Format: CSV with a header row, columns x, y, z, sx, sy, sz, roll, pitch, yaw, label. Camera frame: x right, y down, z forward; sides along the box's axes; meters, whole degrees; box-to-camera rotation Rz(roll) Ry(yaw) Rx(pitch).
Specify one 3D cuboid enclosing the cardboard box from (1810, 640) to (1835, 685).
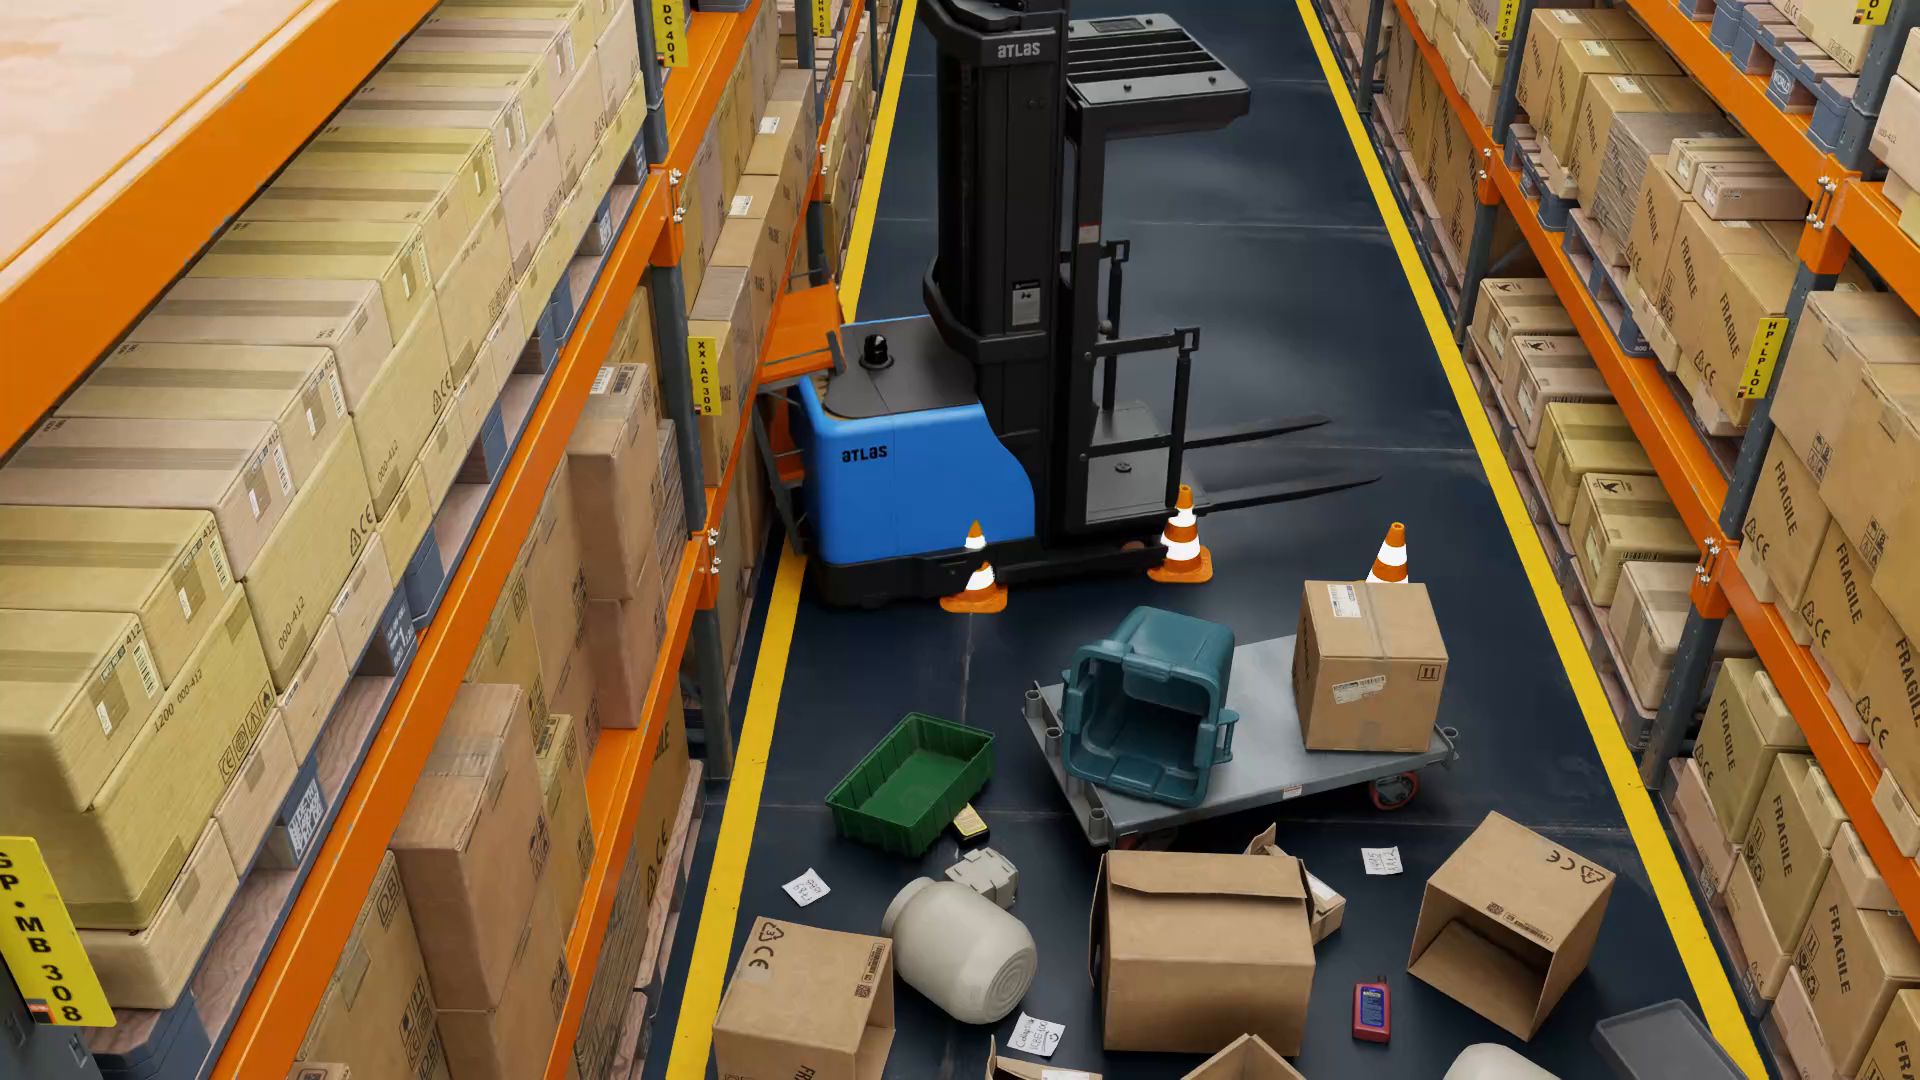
x,y,z,sx,sy,sz,roll,pitch,yaw,label
3.184,0.406,5.728,0.380,0.149,0.250,1,35,2,cardboard box

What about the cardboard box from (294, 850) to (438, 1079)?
x,y,z,sx,sy,sz,roll,pitch,yaw,label
-1.671,1.038,3.541,0.875,0.550,0.550,1,35,2,cardboard box

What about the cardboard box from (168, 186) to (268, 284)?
x,y,z,sx,sy,sz,roll,pitch,yaw,label
-1.852,-0.582,3.726,0.500,0.250,0.500,2,35,2,cardboard box

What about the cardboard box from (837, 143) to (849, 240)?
x,y,z,sx,sy,sz,roll,pitch,yaw,label
-1.034,-2.363,11.258,0.500,0.500,0.500,2,35,2,cardboard box

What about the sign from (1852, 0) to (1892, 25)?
x,y,z,sx,sy,sz,roll,pitch,yaw,label
2.901,-1.781,5.220,0.100,0.325,0.005,1,35,2,sign

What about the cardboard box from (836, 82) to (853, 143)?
x,y,z,sx,sy,sz,roll,pitch,yaw,label
-1.011,-2.947,11.436,0.500,0.250,0.500,2,35,2,cardboard box

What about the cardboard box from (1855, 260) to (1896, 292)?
x,y,z,sx,sy,sz,roll,pitch,yaw,label
3.761,-0.768,6.468,0.500,0.500,0.500,2,35,3,cardboard box

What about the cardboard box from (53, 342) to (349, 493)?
x,y,z,sx,sy,sz,roll,pitch,yaw,label
-1.292,-0.213,2.854,0.380,0.149,0.250,2,35,2,cardboard box

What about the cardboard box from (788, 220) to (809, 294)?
x,y,z,sx,sy,sz,roll,pitch,yaw,label
-1.448,-1.428,9.711,1.050,0.750,0.750,1,35,1,cardboard box

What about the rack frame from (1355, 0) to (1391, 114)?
x,y,z,sx,sy,sz,roll,pitch,yaw,label
3.777,-4.767,12.869,1.000,3.000,0.127,1,35,2,rack frame

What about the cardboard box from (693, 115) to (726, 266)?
x,y,z,sx,sy,sz,roll,pitch,yaw,label
-1.441,-1.548,7.333,0.700,0.500,0.500,2,35,2,cardboard box

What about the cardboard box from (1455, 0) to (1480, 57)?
x,y,z,sx,sy,sz,roll,pitch,yaw,label
3.399,-3.191,10.322,0.500,0.250,0.500,0,35,1,cardboard box

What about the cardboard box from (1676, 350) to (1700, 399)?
x,y,z,sx,sy,sz,roll,pitch,yaw,label
3.229,-0.693,6.926,0.380,0.149,0.250,0,35,0,cardboard box

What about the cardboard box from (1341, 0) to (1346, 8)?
x,y,z,sx,sy,sz,roll,pitch,yaw,label
3.983,-5.281,15.464,0.875,0.438,0.875,2,35,3,cardboard box

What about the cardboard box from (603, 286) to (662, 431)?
x,y,z,sx,sy,sz,roll,pitch,yaw,label
-1.543,-0.519,5.755,0.875,0.550,0.550,1,35,2,cardboard box

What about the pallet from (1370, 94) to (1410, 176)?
x,y,z,sx,sy,sz,roll,pitch,yaw,label
3.821,-3.181,13.038,1.003,0.211,1.213,1,35,2,pallet

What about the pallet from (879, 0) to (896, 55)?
x,y,z,sx,sy,sz,roll,pitch,yaw,label
-1.135,-4.772,15.301,1.003,0.211,1.213,1,35,2,pallet

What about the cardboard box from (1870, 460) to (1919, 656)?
x,y,z,sx,sy,sz,roll,pitch,yaw,label
3.132,0.087,4.749,0.700,0.500,0.500,1,35,1,cardboard box

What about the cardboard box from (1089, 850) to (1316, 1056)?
x,y,z,sx,sy,sz,roll,pitch,yaw,label
0.865,1.488,6.022,0.797,0.637,0.503,1,35,2,cardboard box

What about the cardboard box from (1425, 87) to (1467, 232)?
x,y,z,sx,sy,sz,roll,pitch,yaw,label
3.767,-2.678,11.381,0.875,0.875,0.875,2,35,2,cardboard box

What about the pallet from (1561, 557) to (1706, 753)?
x,y,z,sx,sy,sz,roll,pitch,yaw,label
3.486,0.523,7.768,1.003,0.211,1.213,1,35,2,pallet

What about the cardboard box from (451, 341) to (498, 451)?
x,y,z,sx,sy,sz,roll,pitch,yaw,label
-1.261,-0.327,3.709,0.380,0.149,0.250,2,35,2,cardboard box

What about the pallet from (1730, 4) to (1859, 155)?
x,y,z,sx,sy,sz,roll,pitch,yaw,label
3.587,-1.673,6.022,1.213,0.211,1.003,1,35,2,pallet

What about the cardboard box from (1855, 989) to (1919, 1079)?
x,y,z,sx,sy,sz,roll,pitch,yaw,label
3.112,1.718,5.016,0.500,0.500,0.500,1,35,1,cardboard box

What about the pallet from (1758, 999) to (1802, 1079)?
x,y,z,sx,sy,sz,roll,pitch,yaw,label
3.418,2.060,5.581,1.003,0.211,1.213,1,35,2,pallet

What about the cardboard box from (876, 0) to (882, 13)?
x,y,z,sx,sy,sz,roll,pitch,yaw,label
-0.896,-4.752,14.704,0.380,0.149,0.250,3,35,4,cardboard box

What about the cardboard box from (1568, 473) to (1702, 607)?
x,y,z,sx,sy,sz,roll,pitch,yaw,label
3.500,0.018,7.981,0.950,0.372,0.625,3,35,5,cardboard box

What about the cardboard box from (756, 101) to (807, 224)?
x,y,z,sx,sy,sz,roll,pitch,yaw,label
-1.105,-2.014,8.866,0.500,0.500,0.500,1,35,2,cardboard box

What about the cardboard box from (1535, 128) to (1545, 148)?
x,y,z,sx,sy,sz,roll,pitch,yaw,label
3.373,-2.194,9.061,0.380,0.149,0.250,-1,35,-1,cardboard box

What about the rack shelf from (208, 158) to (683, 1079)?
x,y,z,sx,sy,sz,roll,pitch,yaw,label
-1.575,-0.011,4.119,1.077,0.370,4.000,1,35,2,rack shelf

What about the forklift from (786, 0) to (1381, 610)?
x,y,z,sx,sy,sz,roll,pitch,yaw,label
0.677,-1.313,8.015,3.031,2.935,1.130,-8,36,-12,forklift

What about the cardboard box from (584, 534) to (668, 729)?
x,y,z,sx,sy,sz,roll,pitch,yaw,label
-1.497,0.241,5.614,0.875,0.550,0.550,1,35,2,cardboard box

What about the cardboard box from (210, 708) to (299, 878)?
x,y,z,sx,sy,sz,roll,pitch,yaw,label
-1.311,0.398,2.678,0.380,0.149,0.250,2,35,2,cardboard box

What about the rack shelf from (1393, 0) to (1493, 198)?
x,y,z,sx,sy,sz,roll,pitch,yaw,label
3.697,-3.323,11.441,1.077,0.370,4.000,1,35,2,rack shelf

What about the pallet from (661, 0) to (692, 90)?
x,y,z,sx,sy,sz,roll,pitch,yaw,label
-1.507,-1.903,6.353,0.805,0.209,1.217,0,35,0,pallet

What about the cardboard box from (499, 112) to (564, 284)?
x,y,z,sx,sy,sz,roll,pitch,yaw,label
-1.300,-0.860,4.122,0.500,0.250,0.500,1,35,1,cardboard box

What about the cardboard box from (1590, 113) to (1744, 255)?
x,y,z,sx,sy,sz,roll,pitch,yaw,label
3.311,-1.658,7.735,0.500,0.500,0.500,0,35,0,cardboard box

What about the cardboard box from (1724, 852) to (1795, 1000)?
x,y,z,sx,sy,sz,roll,pitch,yaw,label
3.152,1.422,6.089,0.500,0.250,0.500,3,35,5,cardboard box

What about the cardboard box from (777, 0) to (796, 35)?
x,y,z,sx,sy,sz,roll,pitch,yaw,label
-1.121,-3.101,9.835,0.380,0.149,0.250,1,35,2,cardboard box

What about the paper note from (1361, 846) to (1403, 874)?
x,y,z,sx,sy,sz,roll,pitch,yaw,label
1.730,1.309,6.806,0.148,0.019,0.142,1,35,2,paper note

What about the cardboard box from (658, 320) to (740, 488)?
x,y,z,sx,sy,sz,roll,pitch,yaw,label
-1.204,-0.564,6.802,0.500,0.500,0.500,2,35,2,cardboard box

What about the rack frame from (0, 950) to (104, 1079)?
x,y,z,sx,sy,sz,roll,pitch,yaw,label
-1.658,-0.383,1.415,0.949,2.616,0.053,1,35,2,rack frame

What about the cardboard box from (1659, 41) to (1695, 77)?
x,y,z,sx,sy,sz,roll,pitch,yaw,label
3.866,-2.238,8.561,0.500,0.500,0.500,1,35,1,cardboard box

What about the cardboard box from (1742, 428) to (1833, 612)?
x,y,z,sx,sy,sz,roll,pitch,yaw,label
3.160,-0.087,5.865,0.500,0.500,0.500,1,35,2,cardboard box

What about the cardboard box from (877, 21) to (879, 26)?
x,y,z,sx,sy,sz,roll,pitch,yaw,label
-0.908,-4.474,14.567,0.380,0.149,0.250,1,35,1,cardboard box

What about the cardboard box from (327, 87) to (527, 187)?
x,y,z,sx,sy,sz,roll,pitch,yaw,label
-1.242,-0.948,3.899,0.380,0.149,0.250,1,35,1,cardboard box

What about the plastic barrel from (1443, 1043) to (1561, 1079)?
x,y,z,sx,sy,sz,roll,pitch,yaw,label
1.865,1.960,5.539,0.512,0.421,0.421,28,44,33,plastic barrel

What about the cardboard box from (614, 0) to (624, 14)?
x,y,z,sx,sy,sz,roll,pitch,yaw,label
-1.190,-1.673,4.931,0.380,0.149,0.250,1,35,1,cardboard box

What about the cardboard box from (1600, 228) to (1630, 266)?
x,y,z,sx,sy,sz,roll,pitch,yaw,label
3.304,-1.428,7.972,0.380,0.149,0.250,2,35,3,cardboard box

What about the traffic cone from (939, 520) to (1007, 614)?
x,y,z,sx,sy,sz,roll,pitch,yaw,label
0.068,0.076,8.186,0.336,0.463,0.334,1,35,2,traffic cone

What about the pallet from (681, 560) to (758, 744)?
x,y,z,sx,sy,sz,roll,pitch,yaw,label
-1.539,0.469,7.845,1.003,0.211,1.213,1,35,2,pallet

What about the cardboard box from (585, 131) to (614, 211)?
x,y,z,sx,sy,sz,roll,pitch,yaw,label
-1.208,-1.054,4.744,0.380,0.149,0.250,2,35,3,cardboard box

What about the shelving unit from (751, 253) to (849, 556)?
x,y,z,sx,sy,sz,roll,pitch,yaw,label
-0.766,-0.708,8.526,0.538,1.125,1.048,-14,31,1,shelving unit

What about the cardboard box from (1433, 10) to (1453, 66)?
x,y,z,sx,sy,sz,roll,pitch,yaw,label
3.418,-3.287,10.894,0.500,0.250,0.500,1,35,1,cardboard box

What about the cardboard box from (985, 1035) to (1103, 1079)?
x,y,z,sx,sy,sz,roll,pitch,yaw,label
0.277,1.922,5.730,0.396,0.266,0.258,7,36,10,cardboard box
